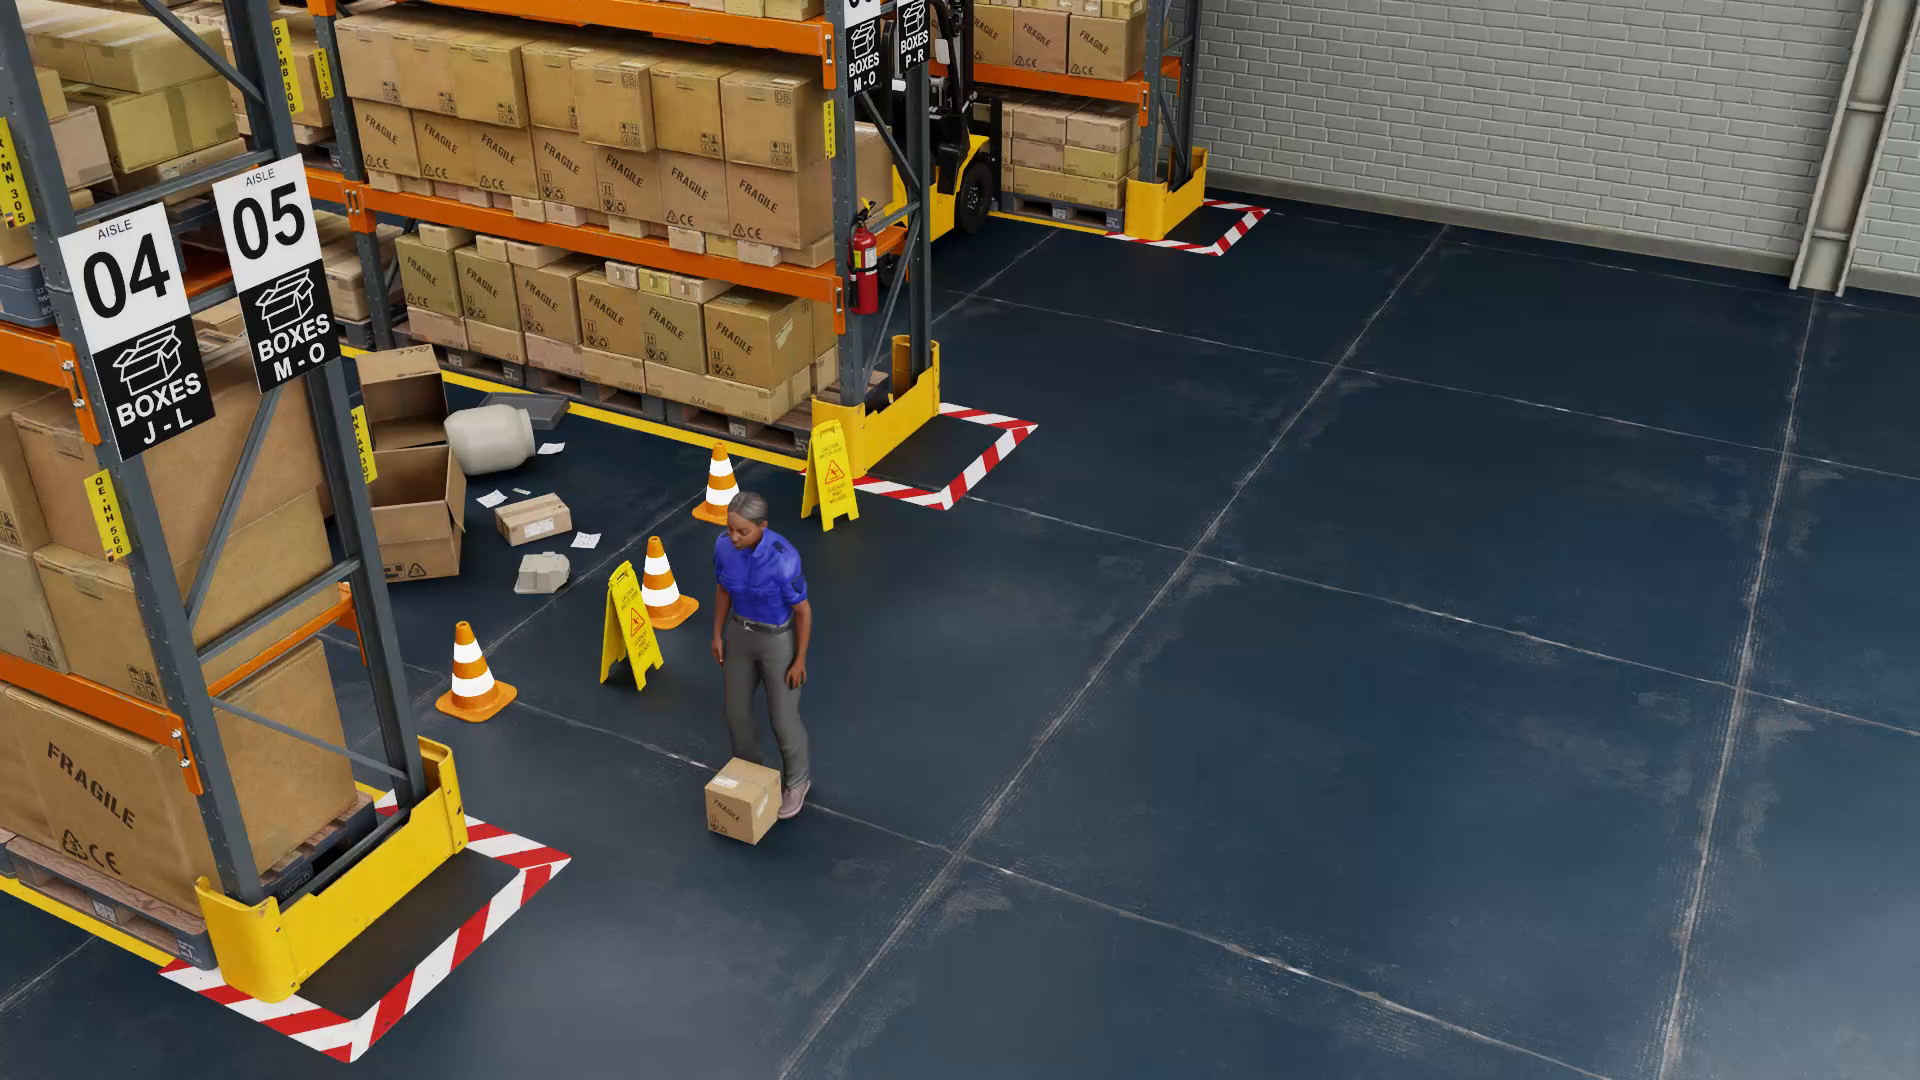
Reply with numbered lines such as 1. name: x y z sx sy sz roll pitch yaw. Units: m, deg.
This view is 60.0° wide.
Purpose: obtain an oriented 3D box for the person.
1. person: -0.896 0.482 7.462 0.505 1.655 0.347 15 33 24
